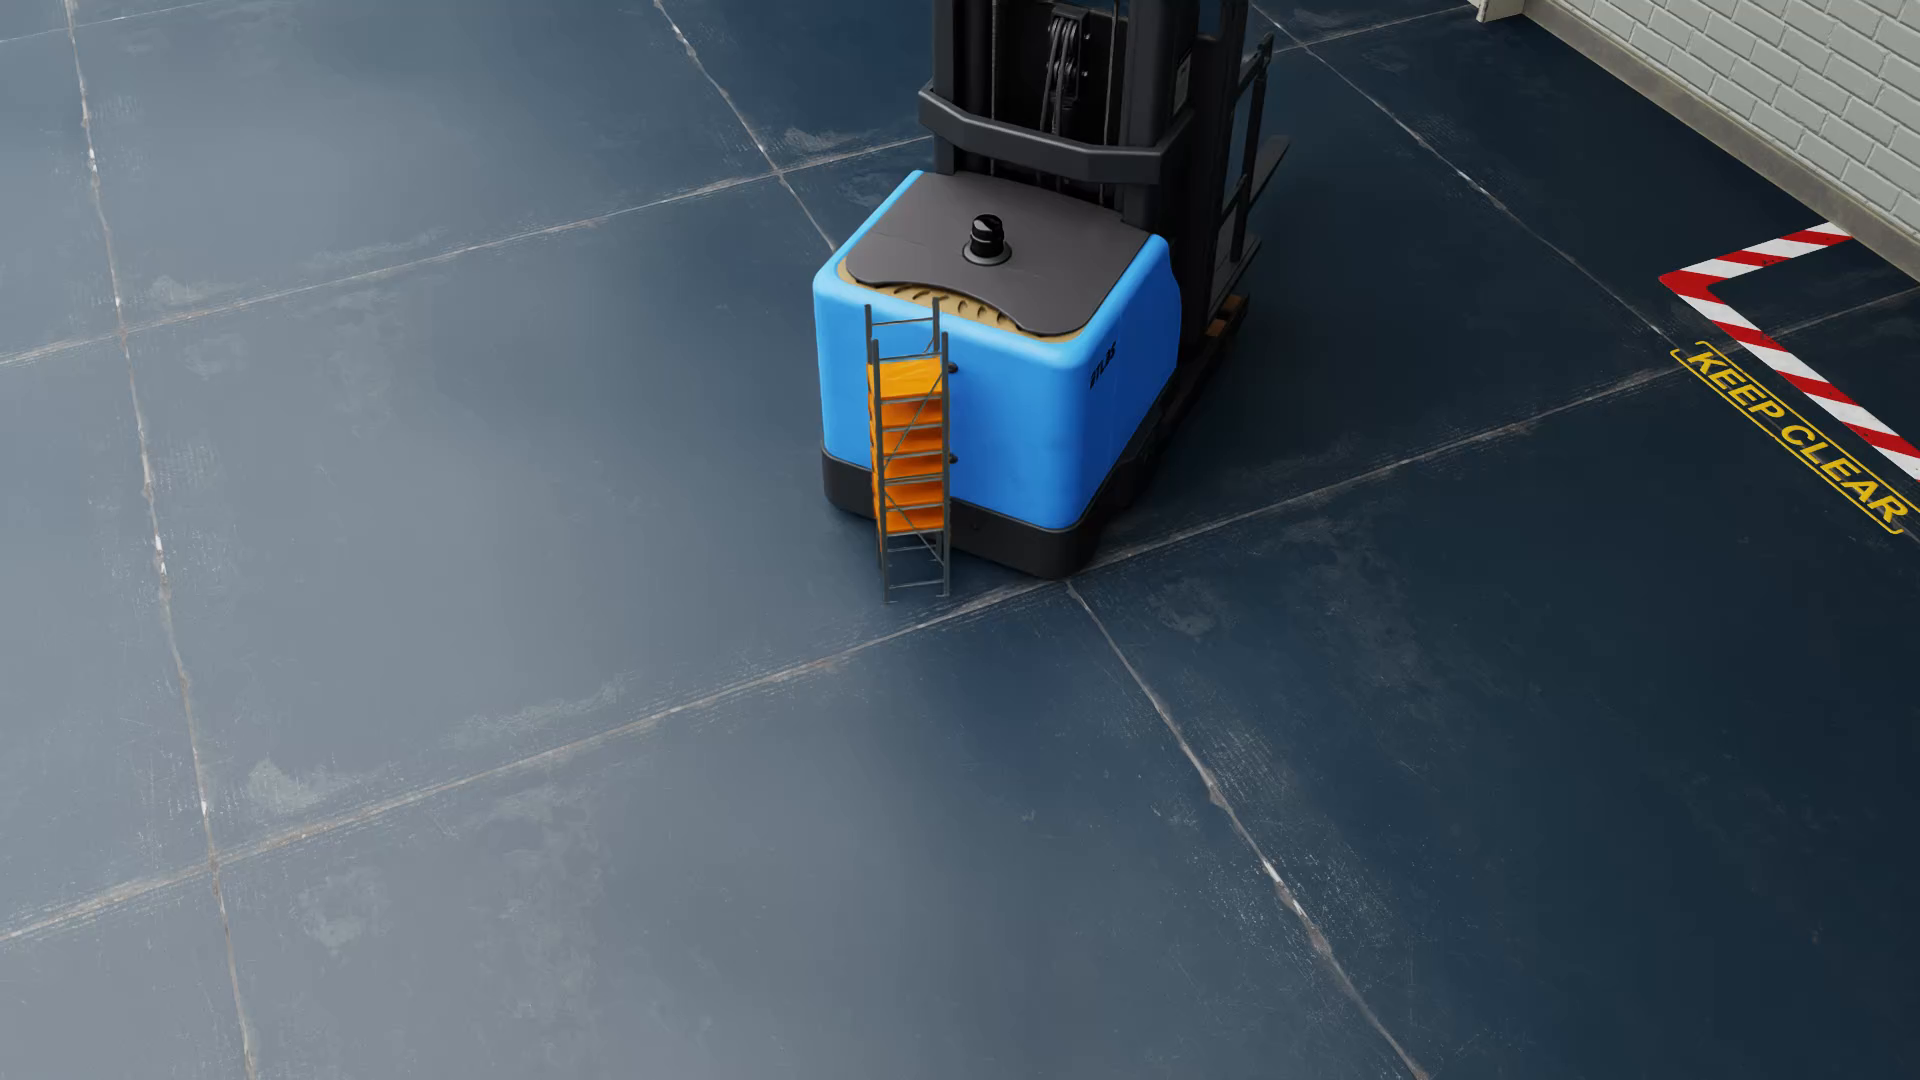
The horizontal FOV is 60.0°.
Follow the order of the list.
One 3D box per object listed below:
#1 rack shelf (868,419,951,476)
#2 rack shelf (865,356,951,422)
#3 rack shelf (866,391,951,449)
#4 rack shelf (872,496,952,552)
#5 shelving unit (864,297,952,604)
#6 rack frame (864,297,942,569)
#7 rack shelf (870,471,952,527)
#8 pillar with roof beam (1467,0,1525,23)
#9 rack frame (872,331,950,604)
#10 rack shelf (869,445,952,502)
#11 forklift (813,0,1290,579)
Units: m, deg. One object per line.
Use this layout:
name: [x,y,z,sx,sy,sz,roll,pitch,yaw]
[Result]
rack shelf: [-0.171,-0.327,5.620,0.258,0.103,0.180,-7,45,-7]
rack shelf: [-0.171,-0.498,5.451,0.258,0.103,0.180,-7,45,-7]
rack shelf: [-0.171,-0.413,5.535,0.258,0.103,0.180,-7,45,-7]
rack shelf: [-0.171,-0.071,5.873,0.258,0.103,0.180,-7,45,-7]
shelving unit: [-0.171,-0.273,5.673,0.258,1.200,0.189,-7,45,-7]
rack frame: [-0.186,-0.337,5.737,0.240,1.200,0.006,-7,45,-7]
rack shelf: [-0.171,-0.156,5.788,0.258,0.103,0.180,-7,45,-7]
pillar with roof beam: [-0.986,-4.942,4.851,9.100,9.000,0.400,-18,47,-17]
rack frame: [-0.156,-0.210,5.609,0.240,1.200,0.006,-7,45,-7]
rack shelf: [-0.171,-0.242,5.704,0.258,0.103,0.180,-7,45,-7]
forklift: [0.587,-1.941,6.130,1.130,2.935,3.031,19,48,18]
